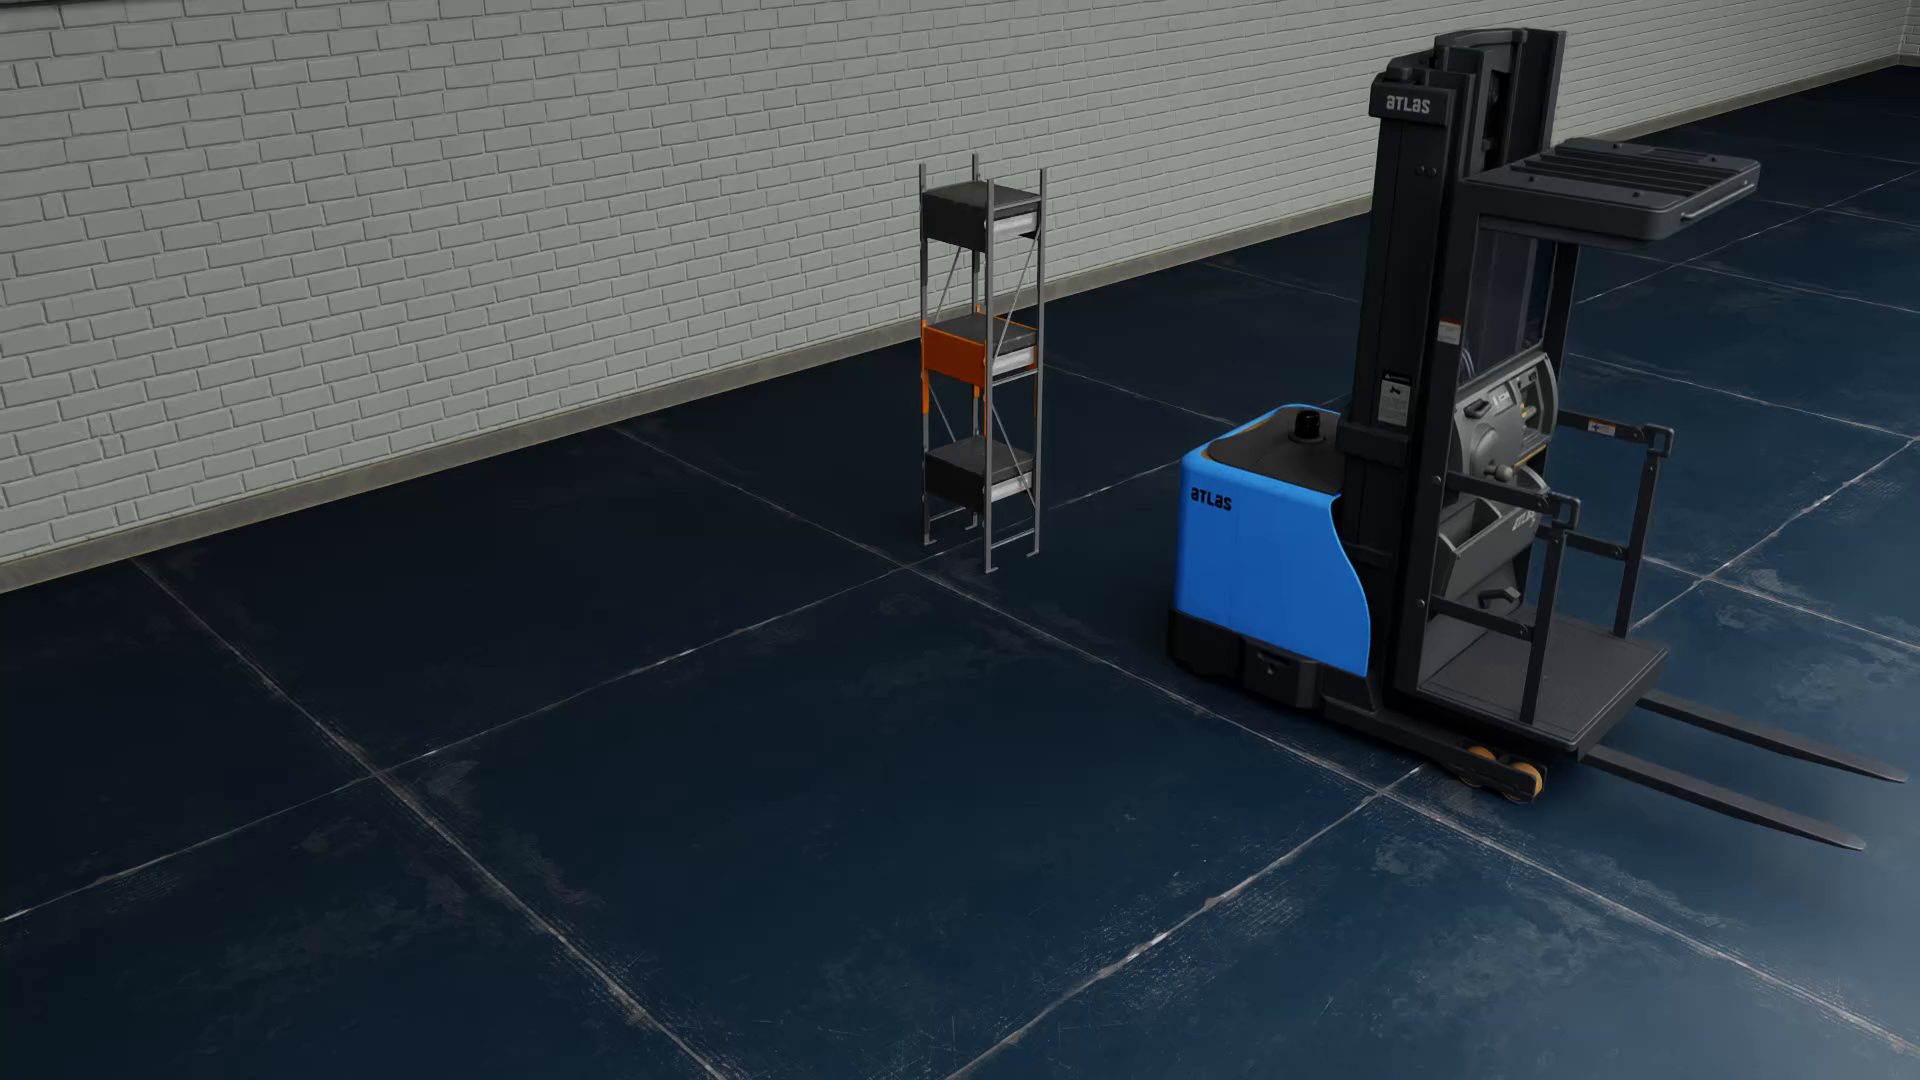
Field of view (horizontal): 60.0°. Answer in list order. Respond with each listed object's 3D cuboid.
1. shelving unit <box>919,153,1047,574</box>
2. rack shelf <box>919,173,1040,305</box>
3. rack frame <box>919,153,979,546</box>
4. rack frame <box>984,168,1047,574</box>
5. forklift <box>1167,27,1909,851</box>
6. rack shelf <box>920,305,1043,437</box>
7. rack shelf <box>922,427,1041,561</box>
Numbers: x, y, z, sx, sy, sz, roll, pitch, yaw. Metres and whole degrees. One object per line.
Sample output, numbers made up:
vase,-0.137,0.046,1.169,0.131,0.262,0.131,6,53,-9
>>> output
shelving unit,0.113,-0.905,8.704,0.431,2.100,0.503,-21,32,-38
rack shelf,0.113,-1.530,8.419,0.431,0.518,0.480,-21,32,-38
rack frame,-0.054,-0.979,8.866,0.400,2.100,0.015,-21,32,-38
rack frame,0.280,-0.831,8.542,0.400,2.100,0.015,-21,32,-38
forklift,2.430,-0.492,6.798,3.031,2.935,1.130,20,31,37
rack shelf,0.113,-0.893,8.710,0.431,0.518,0.480,-21,32,-38
rack shelf,0.113,-0.256,9.000,0.431,0.518,0.480,-21,32,-38
